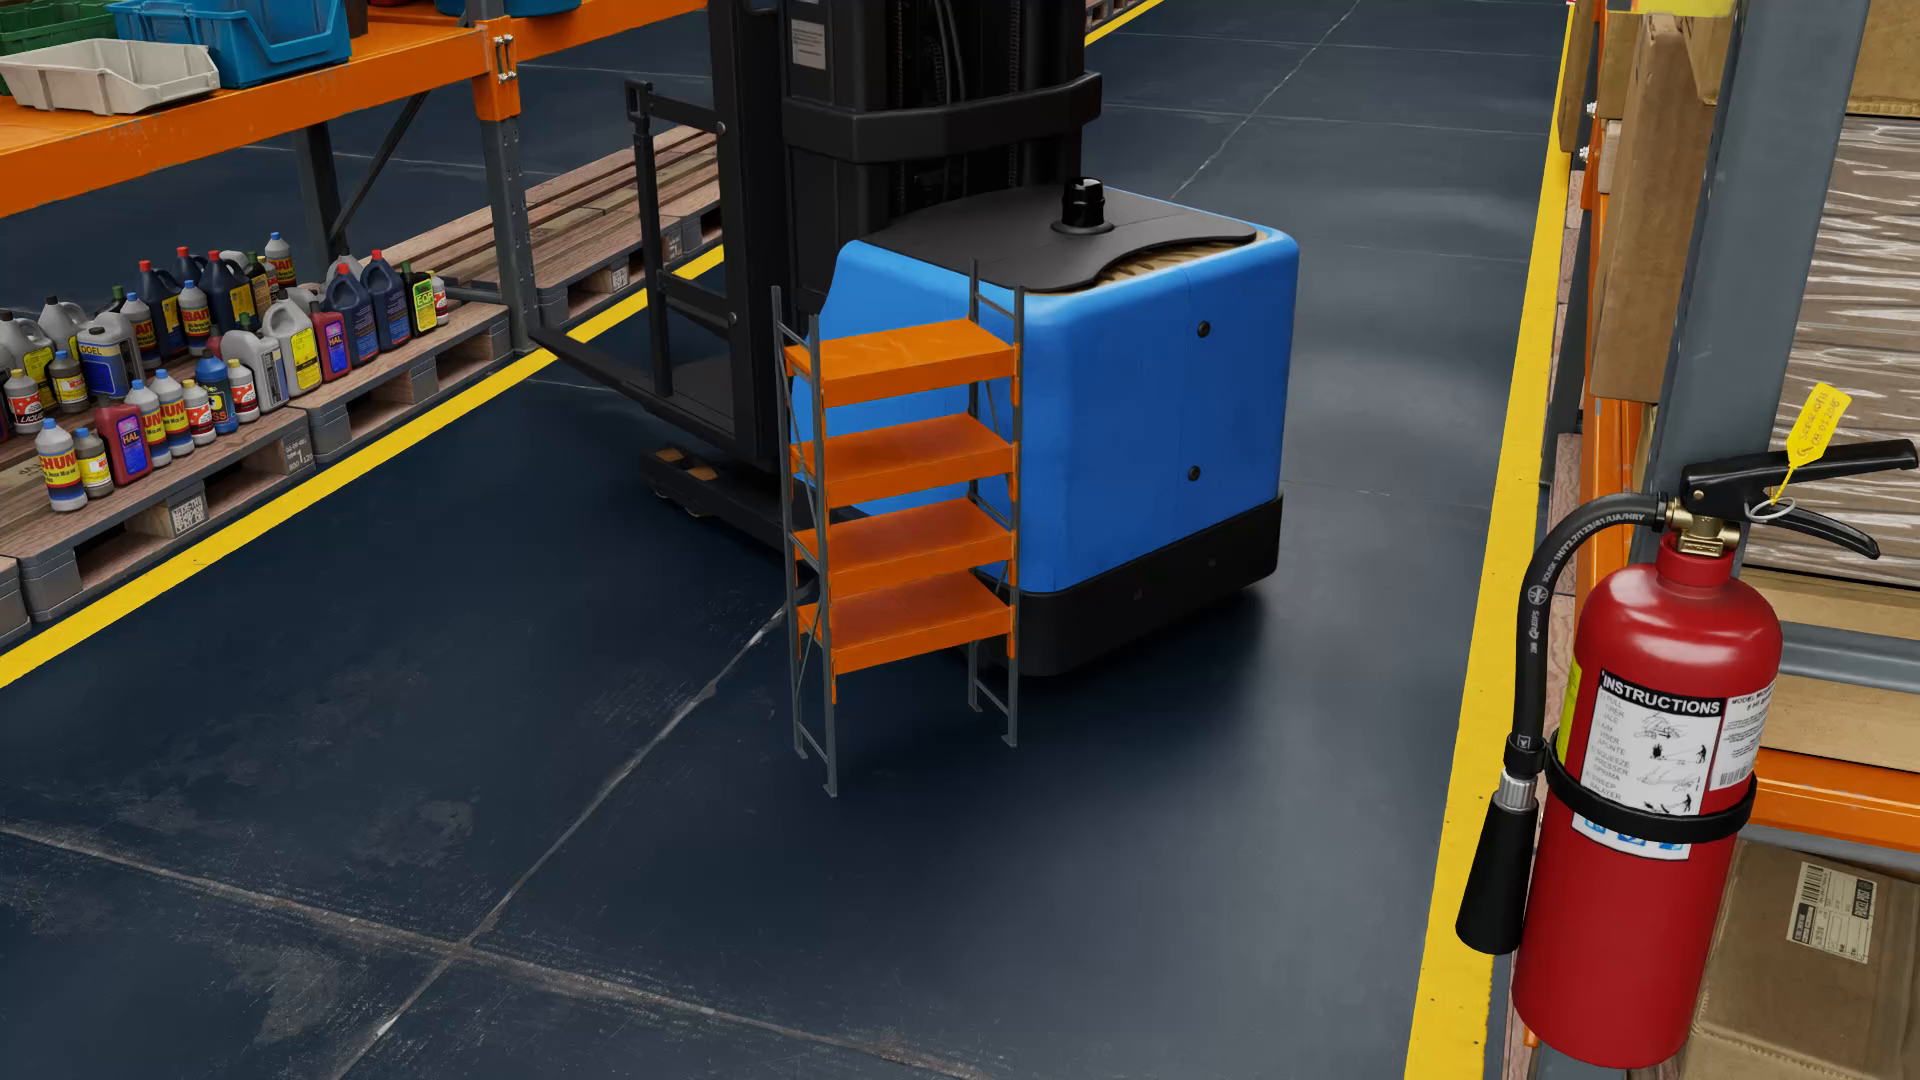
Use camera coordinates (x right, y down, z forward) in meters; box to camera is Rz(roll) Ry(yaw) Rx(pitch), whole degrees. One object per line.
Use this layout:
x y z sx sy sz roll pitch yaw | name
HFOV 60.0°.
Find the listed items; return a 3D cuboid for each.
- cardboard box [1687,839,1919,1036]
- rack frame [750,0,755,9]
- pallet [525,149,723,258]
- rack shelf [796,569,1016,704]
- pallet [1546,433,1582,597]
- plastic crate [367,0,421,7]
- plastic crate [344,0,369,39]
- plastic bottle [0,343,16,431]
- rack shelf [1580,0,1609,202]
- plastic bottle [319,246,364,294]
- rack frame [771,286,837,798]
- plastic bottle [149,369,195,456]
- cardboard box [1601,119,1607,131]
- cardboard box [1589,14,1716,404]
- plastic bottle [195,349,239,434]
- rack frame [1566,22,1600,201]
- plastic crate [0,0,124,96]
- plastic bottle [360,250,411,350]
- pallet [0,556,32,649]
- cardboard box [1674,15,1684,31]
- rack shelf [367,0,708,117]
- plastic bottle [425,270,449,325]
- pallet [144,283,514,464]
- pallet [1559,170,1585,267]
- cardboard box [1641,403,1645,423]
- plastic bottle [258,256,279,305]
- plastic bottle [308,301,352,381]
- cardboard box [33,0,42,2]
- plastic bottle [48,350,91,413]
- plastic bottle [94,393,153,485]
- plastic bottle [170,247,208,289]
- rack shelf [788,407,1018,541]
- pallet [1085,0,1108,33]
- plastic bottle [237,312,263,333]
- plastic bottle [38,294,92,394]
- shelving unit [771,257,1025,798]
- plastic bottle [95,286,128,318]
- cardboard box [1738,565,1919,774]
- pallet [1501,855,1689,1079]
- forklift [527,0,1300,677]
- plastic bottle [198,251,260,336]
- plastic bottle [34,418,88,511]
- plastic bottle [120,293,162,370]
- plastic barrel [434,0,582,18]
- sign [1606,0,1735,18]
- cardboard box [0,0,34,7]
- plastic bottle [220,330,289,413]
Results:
1.507 0.591 2.973 0.500 0.500 0.500 17 30 31 | cardboard box
-0.892 -3.846 9.751 1.000 3.000 0.127 9 27 17 | rack frame
-1.594 -1.778 8.680 1.003 0.211 1.213 9 27 17 | pallet
-0.136 0.221 4.027 0.480 0.148 0.258 -12 28 -24 | rack shelf
2.257 0.053 4.899 1.003 0.211 1.213 9 27 17 | pallet
-2.350 -2.474 6.844 0.402 0.464 0.583 9 27 17 | plastic crate
-2.517 -1.977 5.963 0.767 0.338 0.504 9 27 17 | plastic crate
-3.200 -0.505 5.472 0.152 0.276 0.135 8 27 16 | plastic bottle
3.113 -1.982 6.726 1.077 0.370 4.000 9 27 17 | rack shelf
-2.301 -0.922 6.247 0.144 0.351 0.185 9 27 17 | plastic bottle
-0.354 0.030 3.812 0.015 1.200 0.240 -12 28 -24 | rack frame
-2.510 -0.410 5.281 0.097 0.271 0.097 0 26 0 | plastic bottle
1.997 -1.225 4.626 0.380 0.149 0.250 9 27 17 | cardboard box
1.379 -0.464 2.309 0.875 0.500 0.500 9 27 17 | cardboard box
-2.442 -0.493 5.453 0.097 0.271 0.097 0 26 0 | plastic bottle
3.779 -3.127 8.267 1.000 3.000 0.127 9 27 17 | rack frame
-2.941 -1.590 5.334 0.450 0.188 0.662 9 27 17 | plastic crate
-2.166 -0.901 6.204 0.144 0.351 0.185 8 27 16 | plastic bottle
-3.298 0.326 4.335 1.003 0.211 1.213 9 27 17 | pallet
1.228 -0.937 2.139 0.500 0.500 0.500 9 27 17 | cardboard box
-1.557 -2.700 8.210 1.077 0.370 4.000 9 27 17 | rack shelf
-2.050 -0.946 6.468 0.097 0.201 0.097 0 26 0 | plastic bottle
-2.486 -0.677 6.406 1.003 0.211 1.213 9 27 17 | pallet
3.517 -1.551 8.212 1.003 0.211 1.213 9 27 17 | pallet
1.233 -0.187 2.483 0.380 0.149 0.250 9 27 17 | cardboard box
-2.776 -1.031 6.644 0.097 0.201 0.097 0 26 0 | plastic bottle
-2.244 -0.719 5.905 0.061 0.283 0.133 11 28 21 | plastic bottle
-5.671 -3.304 10.661 0.500 0.311 0.500 8 27 17 | cardboard box
-3.021 -0.541 5.631 0.097 0.201 0.097 0 26 0 | plastic bottle
-2.564 -0.324 5.089 0.061 0.283 0.133 9 27 18 | plastic bottle
-2.883 -0.936 6.276 0.144 0.351 0.185 10 27 19 | plastic bottle
-0.136 -0.159 3.843 0.480 0.148 0.258 -12 28 -24 | rack shelf
0.647 -4.542 14.389 1.003 0.211 1.213 9 27 17 | pallet
-2.442 -0.664 5.791 0.061 0.283 0.133 9 27 17 | plastic bottle
-3.087 -0.684 5.755 0.144 0.351 0.185 9 27 17 | plastic bottle
-0.136 -0.018 3.911 0.503 1.200 0.258 -12 28 -24 | shelving unit
-3.040 -0.766 6.003 0.061 0.283 0.133 10 28 20 | plastic bottle
1.017 0.126 1.836 0.380 0.149 0.250 9 27 17 | cardboard box
1.446 1.055 2.828 1.003 0.211 1.213 9 27 17 | pallet
-0.413 -1.523 5.031 1.130 2.935 3.031 -21 33 -37 | forklift
-2.747 -0.915 6.233 0.144 0.351 0.185 9 27 17 | plastic bottle
-2.657 -0.228 4.905 0.097 0.271 0.097 0 26 0 | plastic bottle
-2.959 -0.757 5.997 0.097 0.271 0.097 0 26 0 | plastic bottle
-1.809 -2.542 6.483 0.600 0.901 0.708 9 27 17 | plastic barrel
0.600 -0.592 1.339 0.100 0.325 0.005 9 27 17 | sign
-6.180 -3.380 10.818 0.500 0.311 0.500 8 27 16 | cardboard box
-2.395 -0.590 5.647 0.152 0.276 0.135 9 27 18 | plastic bottle
